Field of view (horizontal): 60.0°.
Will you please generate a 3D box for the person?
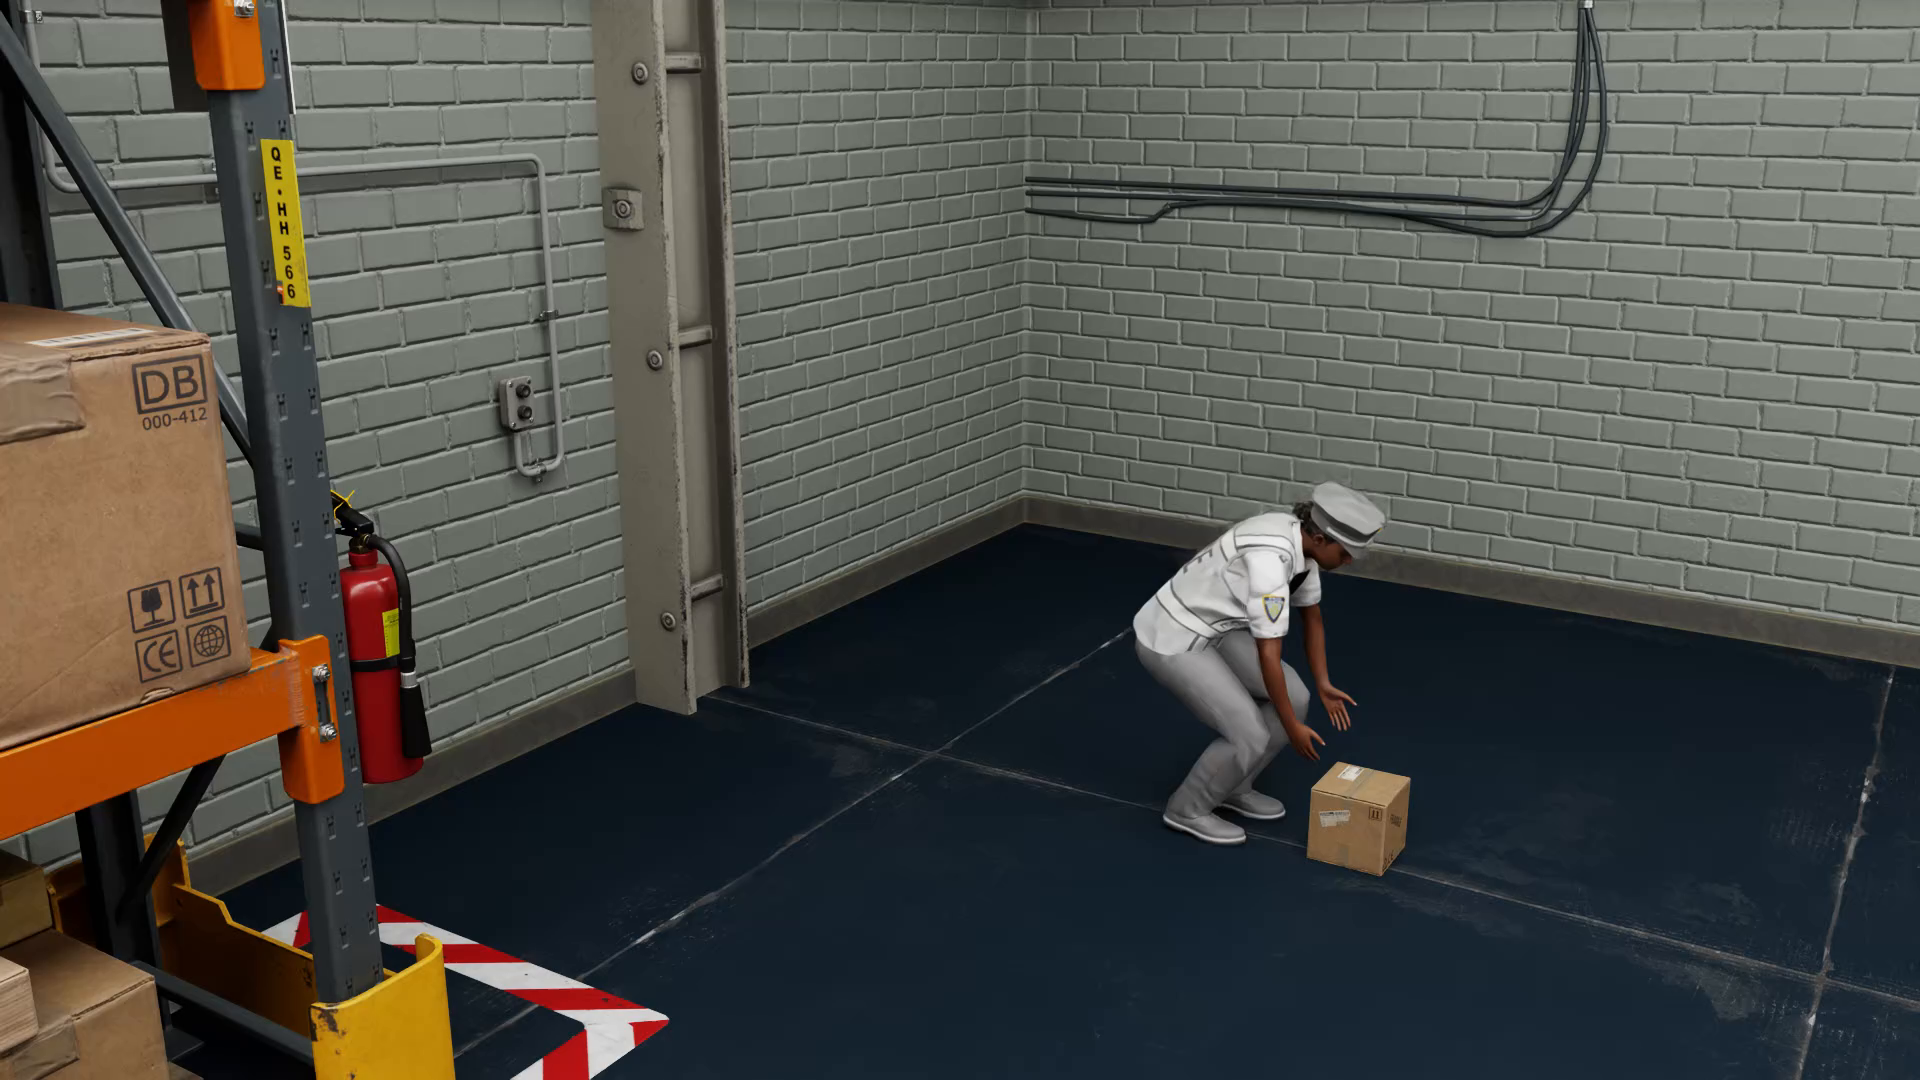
[{"bbox_3d":[0.981,0.386,5.522,0.792,1.217,0.500,10,19,30],"label":"person"}]
